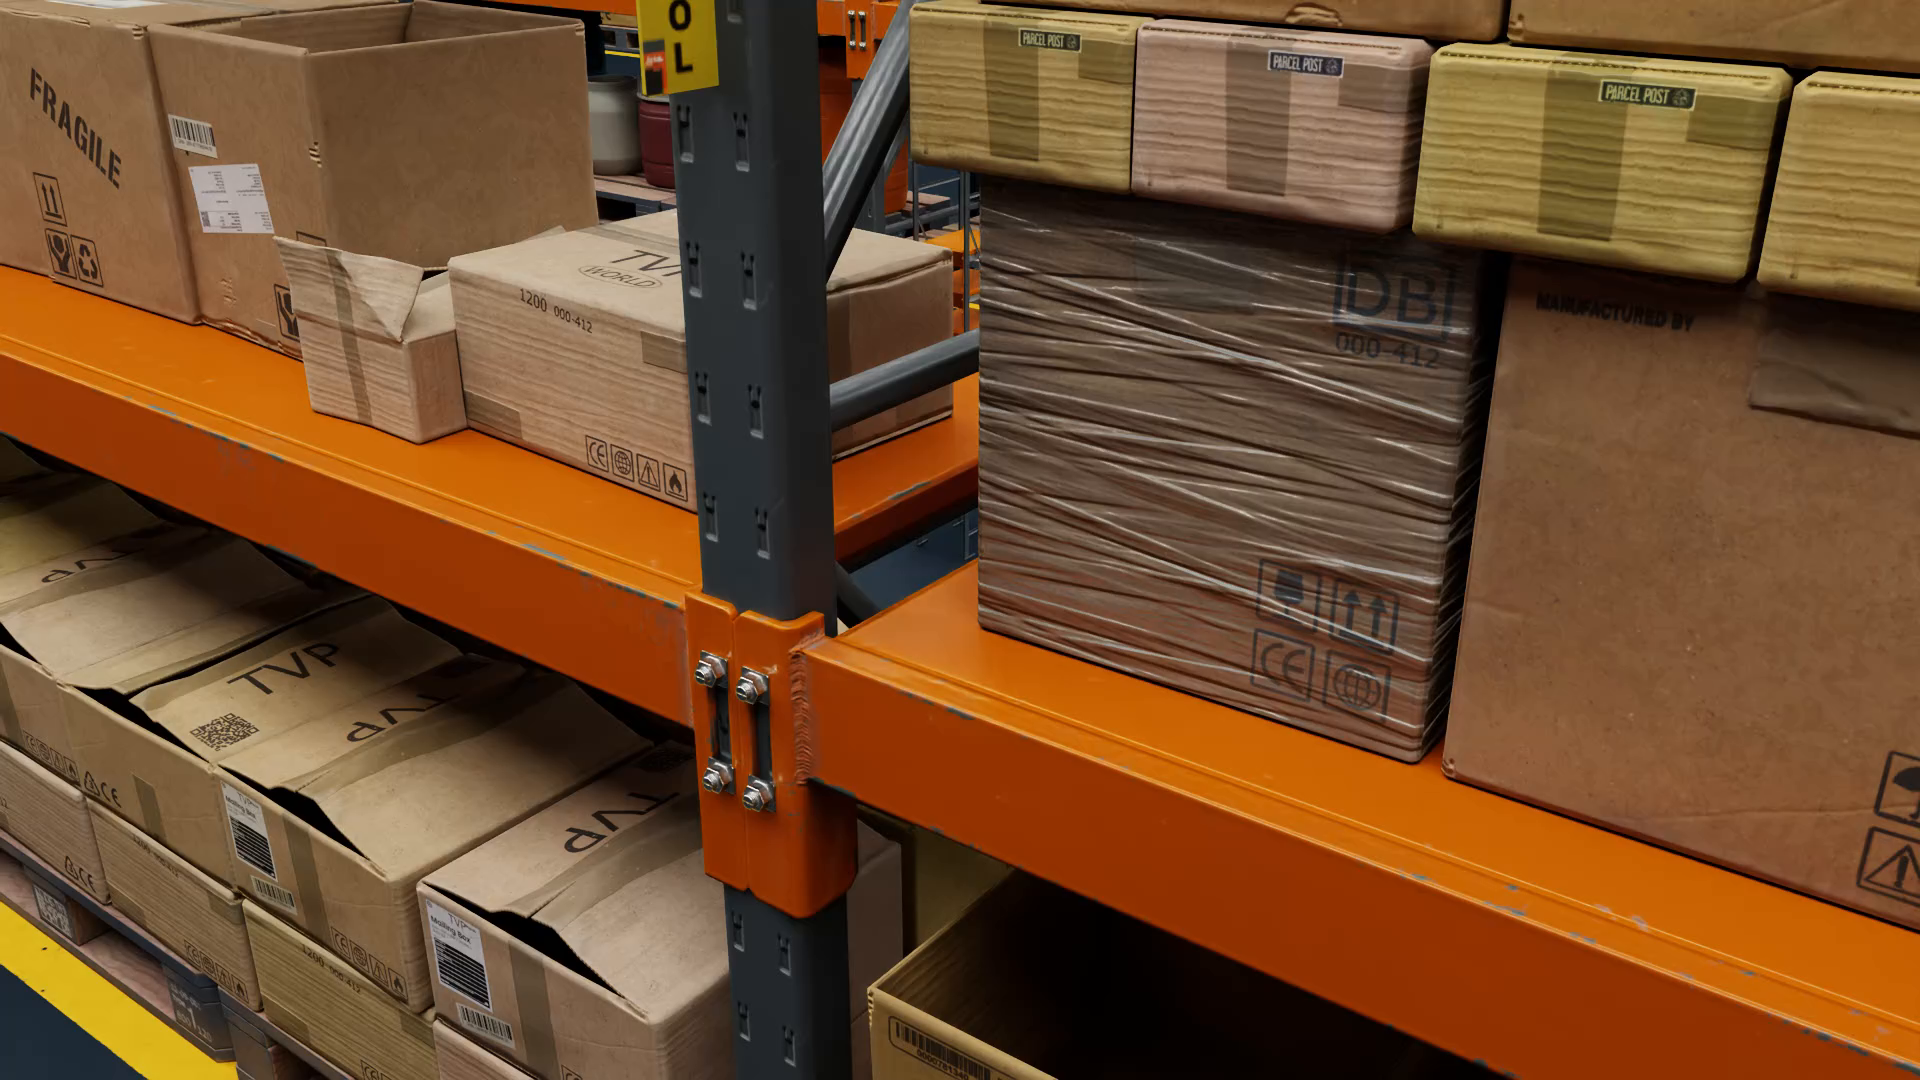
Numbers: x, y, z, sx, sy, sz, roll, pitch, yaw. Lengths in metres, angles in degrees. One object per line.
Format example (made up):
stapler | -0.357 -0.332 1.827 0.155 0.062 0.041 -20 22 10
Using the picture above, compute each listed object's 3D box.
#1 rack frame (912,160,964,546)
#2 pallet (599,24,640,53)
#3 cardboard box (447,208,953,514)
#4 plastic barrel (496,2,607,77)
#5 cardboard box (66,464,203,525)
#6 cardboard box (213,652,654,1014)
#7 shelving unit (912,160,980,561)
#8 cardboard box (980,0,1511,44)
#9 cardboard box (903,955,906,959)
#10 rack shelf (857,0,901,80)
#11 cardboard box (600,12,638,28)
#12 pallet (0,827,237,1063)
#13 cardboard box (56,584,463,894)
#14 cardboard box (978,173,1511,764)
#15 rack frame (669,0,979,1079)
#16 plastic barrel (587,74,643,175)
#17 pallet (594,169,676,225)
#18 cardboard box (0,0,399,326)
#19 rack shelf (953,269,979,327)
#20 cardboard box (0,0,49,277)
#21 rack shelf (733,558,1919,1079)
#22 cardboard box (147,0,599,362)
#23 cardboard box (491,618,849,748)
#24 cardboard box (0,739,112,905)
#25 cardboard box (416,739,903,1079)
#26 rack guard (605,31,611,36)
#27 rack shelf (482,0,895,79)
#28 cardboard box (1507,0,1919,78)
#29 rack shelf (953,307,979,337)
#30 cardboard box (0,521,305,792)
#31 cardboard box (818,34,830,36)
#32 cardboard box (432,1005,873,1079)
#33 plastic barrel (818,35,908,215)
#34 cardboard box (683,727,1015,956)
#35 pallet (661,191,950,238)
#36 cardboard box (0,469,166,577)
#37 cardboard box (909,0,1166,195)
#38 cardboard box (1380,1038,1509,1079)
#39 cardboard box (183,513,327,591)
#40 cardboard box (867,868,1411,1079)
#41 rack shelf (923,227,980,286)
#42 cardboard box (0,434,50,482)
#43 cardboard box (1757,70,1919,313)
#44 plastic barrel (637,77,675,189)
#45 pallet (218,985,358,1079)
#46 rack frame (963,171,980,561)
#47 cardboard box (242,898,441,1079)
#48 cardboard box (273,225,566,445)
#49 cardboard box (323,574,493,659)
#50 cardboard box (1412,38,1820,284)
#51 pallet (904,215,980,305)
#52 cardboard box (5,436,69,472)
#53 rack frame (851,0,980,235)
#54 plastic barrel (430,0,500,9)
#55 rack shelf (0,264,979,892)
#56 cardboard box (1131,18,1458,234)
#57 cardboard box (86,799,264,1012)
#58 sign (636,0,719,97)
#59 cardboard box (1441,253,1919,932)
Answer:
rack frame | -0.062 -0.568 5.050 0.006 1.200 0.240 17 29 33
pallet | -2.909 -4.902 16.113 1.213 0.211 1.003 17 29 33
cardboard box | -0.357 -0.285 2.363 0.500 0.250 0.500 19 30 36
plastic barrel | -2.373 -2.704 9.749 0.708 0.901 0.600 17 29 33
cardboard box | -1.749 -0.113 3.980 0.500 0.311 0.500 17 29 33
cardboard box | -0.853 0.431 2.744 0.500 0.311 0.500 18 29 35
shelving unit | 0.012 -0.546 5.000 0.189 1.200 0.258 17 29 33
cardboard box | 0.422 -0.783 1.574 0.500 0.500 0.700 17 29 34
cardboard box | -0.111 0.640 2.967 0.500 0.250 0.500 16 28 32
rack shelf | 1.436 -2.000 6.962 4.000 0.370 1.077 17 29 33
cardboard box | -3.035 -5.437 15.983 0.875 0.875 0.875 17 29 33
pallet | -1.531 0.567 3.702 1.213 0.211 1.003 17 29 33
cardboard box | -1.251 0.310 3.020 0.500 0.311 0.500 17 29 33
cardboard box | 0.422 -0.189 1.835 0.500 0.500 0.700 16 28 32
rack frame | 0.063 -0.249 2.094 0.127 3.000 1.000 17 29 33
plastic barrel | -1.975 -2.361 9.452 0.421 0.512 0.421 0 24 0
pallet | -1.792 -2.010 9.549 1.213 0.211 1.003 17 29 33
cardboard box | -1.364 -0.734 3.072 0.500 0.500 0.500 17 29 33
rack shelf | 0.012 -0.725 4.921 0.180 0.103 0.258 17 29 33
cardboard box | -1.786 -0.861 3.361 0.500 0.500 0.500 15 28 31
rack shelf | 1.663 0.564 1.142 4.000 0.370 1.077 17 29 33
cardboard box | -0.964 -0.613 2.797 0.500 0.500 0.500 19 30 37
cardboard box | -0.516 0.258 3.139 0.500 0.311 0.500 16 29 33
cardboard box | -1.663 0.441 3.419 0.500 0.250 0.500 18 29 34
cardboard box | -0.433 0.555 2.463 0.500 0.311 0.500 17 29 33
rack guard | -3.615 -5.208 16.450 0.348 0.500 1.175 17 29 33
rack shelf | -1.765 -2.968 9.158 4.000 0.370 1.077 17 29 33
cardboard box | 0.827 -0.661 1.297 0.500 0.500 0.700 17 29 33
rack shelf | 0.012 -0.615 4.970 0.180 0.103 0.258 17 29 33
cardboard box | -1.651 0.187 3.299 0.500 0.311 0.500 16 29 33
cardboard box | -0.875 -4.784 14.502 0.875 0.875 0.875 17 29 33
cardboard box | -0.443 0.811 2.579 0.500 0.250 0.500 16 29 33
plastic barrel | -0.566 -2.125 8.524 0.708 0.830 0.600 17 29 33
cardboard box | -0.119 0.380 2.860 0.500 0.311 0.500 17 29 33
pallet | -0.820 -1.714 8.879 1.213 0.211 1.003 17 29 33
cardboard box | -2.063 0.063 3.580 0.500 0.311 0.500 16 28 32
cardboard box | 0.162 -0.464 1.654 0.250 0.149 0.380 17 29 33
cardboard box | 0.651 0.806 1.661 0.500 0.500 0.500 17 29 33
cardboard box | -1.350 0.009 3.703 0.500 0.311 0.500 18 29 35
cardboard box | 0.246 0.687 1.929 0.500 0.500 0.500 17 29 33
rack shelf | 0.012 -0.834 4.873 0.180 0.103 0.258 17 29 33
cardboard box | -2.470 -0.061 3.862 0.500 0.311 0.500 16 28 32
cardboard box | 0.781 -0.278 1.233 0.250 0.149 0.380 17 29 33
plastic barrel | -1.470 -2.288 9.192 0.708 0.588 0.600 17 29 33
pallet | -0.550 0.862 3.032 1.213 0.211 1.003 17 29 33
rack frame | 0.085 -0.523 4.950 0.006 1.200 0.240 17 29 33
cardboard box | -0.847 0.688 2.858 0.500 0.250 0.500 16 29 33
cardboard box | -0.751 -0.341 2.470 0.258 0.266 0.396 16 28 32
cardboard box | -0.931 0.133 3.422 0.500 0.311 0.500 16 28 32
cardboard box | 0.570 -0.341 1.376 0.250 0.149 0.380 16 28 32
pallet | 0.432 -1.337 8.024 1.213 0.211 1.003 17 29 33
cardboard box | -2.151 -0.236 4.259 0.500 0.311 0.500 16 29 33
rack frame | -0.164 -2.813 7.915 0.127 3.000 1.000 17 29 33
plastic barrel | -2.940 -2.875 10.138 0.708 0.901 0.600 17 29 33
rack shelf | -1.538 -0.403 3.337 4.000 0.370 1.077 17 29 33
cardboard box | 0.362 -0.403 1.517 0.250 0.149 0.380 17 29 34
cardboard box | -1.256 0.564 3.139 0.500 0.250 0.500 18 29 34
sign | -0.255 -0.565 1.474 0.005 0.325 0.100 17 29 33
cardboard box | 0.847 -0.064 1.551 0.500 0.500 0.700 16 29 33
